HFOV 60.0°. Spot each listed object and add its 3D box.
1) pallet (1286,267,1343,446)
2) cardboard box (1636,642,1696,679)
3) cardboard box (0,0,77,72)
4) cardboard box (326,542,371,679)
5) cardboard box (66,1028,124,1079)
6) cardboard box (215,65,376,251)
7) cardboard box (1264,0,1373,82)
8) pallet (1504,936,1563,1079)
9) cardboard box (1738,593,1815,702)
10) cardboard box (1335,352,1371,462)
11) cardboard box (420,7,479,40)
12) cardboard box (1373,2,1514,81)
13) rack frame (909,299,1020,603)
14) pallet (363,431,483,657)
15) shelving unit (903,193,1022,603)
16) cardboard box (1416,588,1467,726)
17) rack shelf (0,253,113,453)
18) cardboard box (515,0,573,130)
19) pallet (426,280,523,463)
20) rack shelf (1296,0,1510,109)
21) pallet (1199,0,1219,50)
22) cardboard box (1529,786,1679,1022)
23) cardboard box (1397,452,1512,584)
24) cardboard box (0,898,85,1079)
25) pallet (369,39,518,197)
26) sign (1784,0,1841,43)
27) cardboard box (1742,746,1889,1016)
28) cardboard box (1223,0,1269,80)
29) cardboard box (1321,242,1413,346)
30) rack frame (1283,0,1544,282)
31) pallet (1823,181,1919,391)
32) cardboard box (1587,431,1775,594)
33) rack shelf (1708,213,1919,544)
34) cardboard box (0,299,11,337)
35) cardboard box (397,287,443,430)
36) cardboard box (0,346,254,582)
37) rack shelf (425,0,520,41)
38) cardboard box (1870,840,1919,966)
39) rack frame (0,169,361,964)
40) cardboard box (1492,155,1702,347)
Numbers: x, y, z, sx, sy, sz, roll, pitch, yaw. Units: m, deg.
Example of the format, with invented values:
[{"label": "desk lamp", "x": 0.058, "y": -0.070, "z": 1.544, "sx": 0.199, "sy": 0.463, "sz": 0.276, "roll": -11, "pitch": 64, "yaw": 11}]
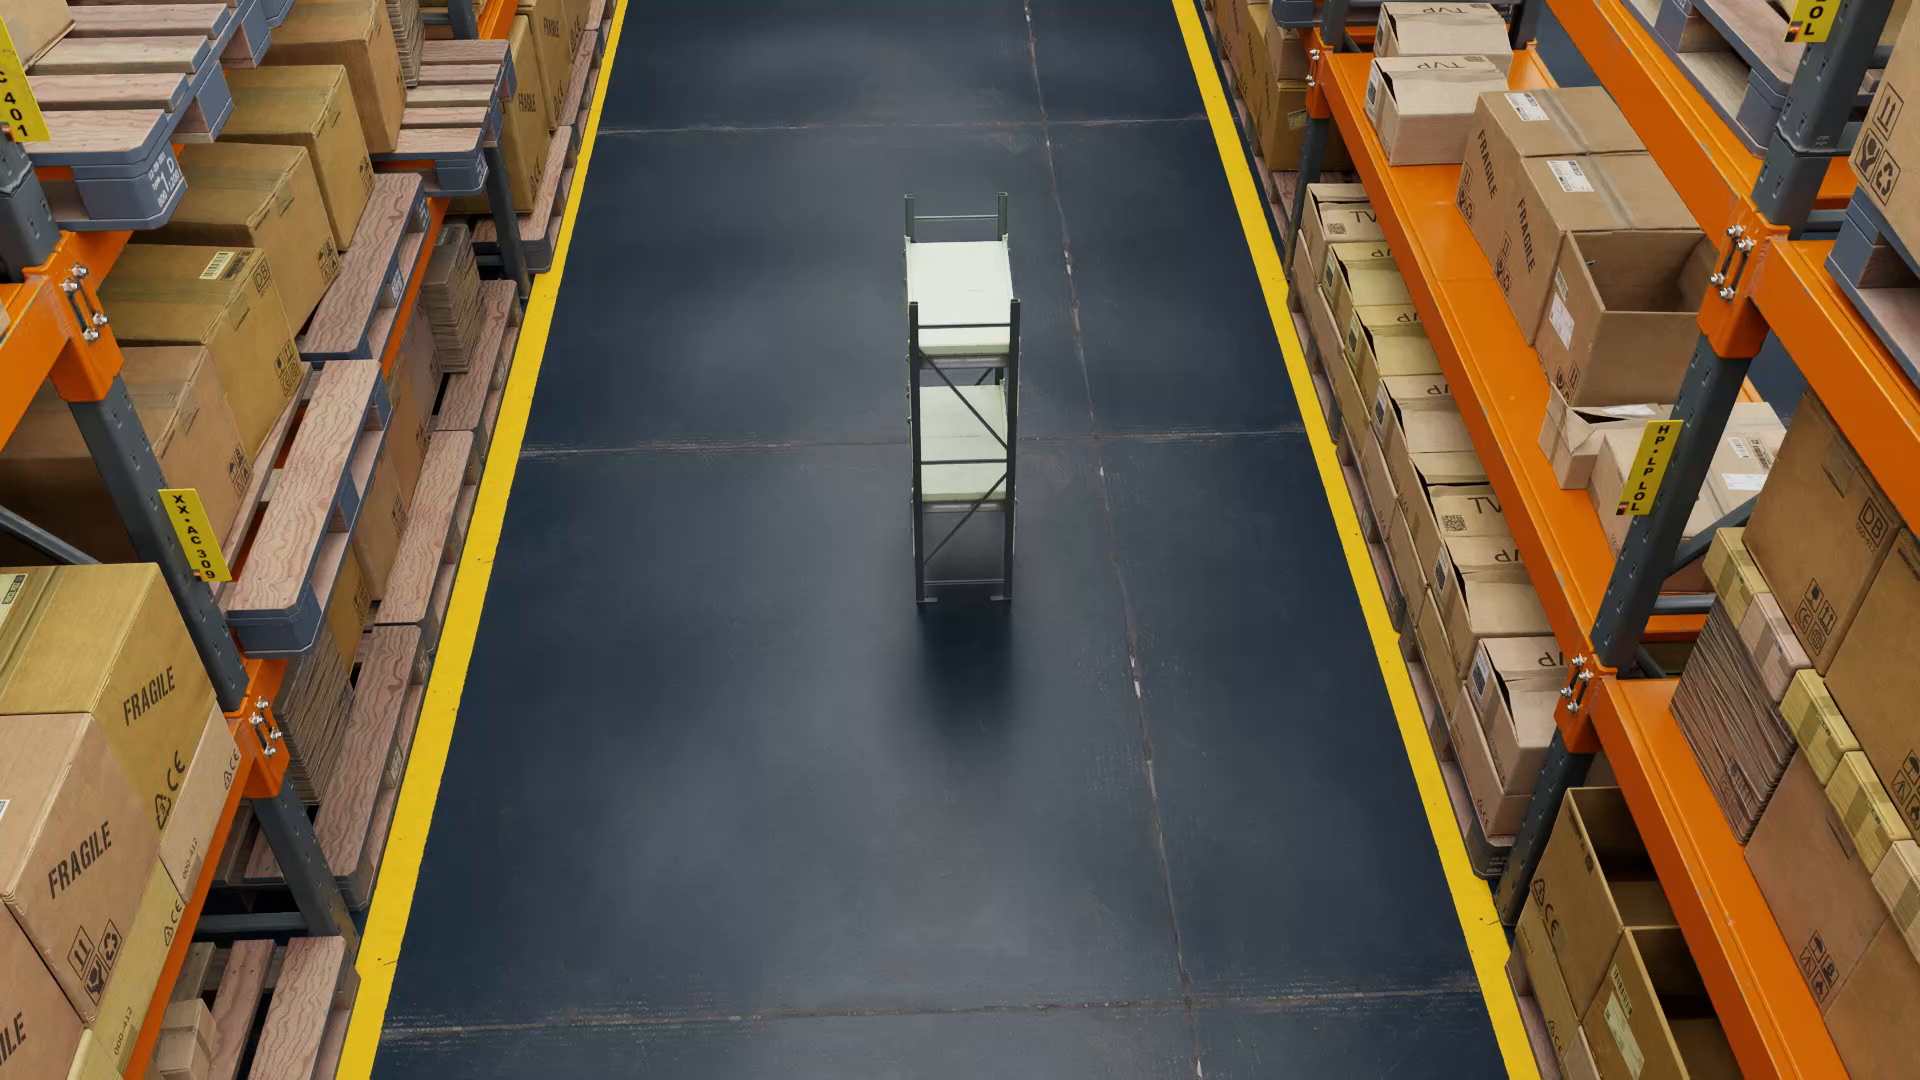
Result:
[{"label": "pallet", "x": 2.209, "y": -0.930, "z": 8.108, "sx": 1.003, "sy": 0.211, "sz": 1.213, "roll": -2, "pitch": 43, "yaw": -2}, {"label": "cardboard box", "x": 2.614, "y": 0.552, "z": 5.738, "sx": 0.500, "sy": 0.311, "sz": 0.500, "roll": -2, "pitch": 43, "yaw": -2}, {"label": "cardboard box", "x": -2.510, "y": -1.339, "z": 3.886, "sx": 0.500, "sy": 0.500, "sz": 0.500, "roll": 4, "pitch": 43, "yaw": 4}, {"label": "cardboard box", "x": -2.686, "y": 0.246, "z": 6.286, "sx": 0.700, "sy": 0.500, "sz": 0.500, "roll": -2, "pitch": 43, "yaw": -3}, {"label": "cardboard box", "x": -2.194, "y": 1.365, "z": 3.637, "sx": 0.500, "sy": 0.250, "sz": 0.500, "roll": -2, "pitch": 43, "yaw": -2}, {"label": "cardboard box", "x": -2.631, "y": -1.412, "z": 6.171, "sx": 0.700, "sy": 0.500, "sz": 0.500, "roll": -2, "pitch": 43, "yaw": -2}, {"label": "cardboard box", "x": 1.932, "y": -2.694, "z": 8.939, "sx": 0.500, "sy": 0.250, "sz": 0.500, "roll": 0, "pitch": 43, "yaw": 0}, {"label": "pallet", "x": 2.375, "y": 1.752, "z": 5.183, "sx": 1.003, "sy": 0.211, "sz": 1.213, "roll": -2, "pitch": 43, "yaw": -2}, {"label": "cardboard box", "x": 2.211, "y": 0.266, "z": 4.186, "sx": 0.380, "sy": 0.149, "sz": 0.250, "roll": -1, "pitch": 43, "yaw": -1}, {"label": "cardboard box", "x": 1.992, "y": -0.604, "z": 7.413, "sx": 0.500, "sy": 0.250, "sz": 0.500, "roll": -3, "pitch": 43, "yaw": -3}, {"label": "cardboard box", "x": -2.519, "y": -2.514, "z": 7.944, "sx": 0.380, "sy": 0.149, "sz": 0.250, "roll": -2, "pitch": 43, "yaw": -2}, {"label": "cardboard box", "x": 2.185, "y": -2.235, "z": 7.535, "sx": 0.500, "sy": 0.311, "sz": 0.500, "roll": 1, "pitch": 43, "yaw": 1}, {"label": "rack frame", "x": 0.016, "y": -0.301, "z": 6.469, "sx": 0.400, "sy": 1.500, "sz": 0.023, "roll": -2, "pitch": 43, "yaw": -2}, {"label": "pallet", "x": -2.656, "y": 0.007, "z": 7.086, "sx": 1.003, "sy": 0.211, "sz": 1.213, "roll": -2, "pitch": 43, "yaw": -2}, {"label": "shelving unit", "x": 0.000, "y": -0.548, "z": 6.738, "sx": 0.431, "sy": 1.500, "sz": 0.755, "roll": -2, "pitch": 43, "yaw": -2}, {"label": "cardboard box", "x": 2.056, "y": 0.431, "z": 6.284, "sx": 0.500, "sy": 0.250, "sz": 0.500, "roll": -2, "pitch": 43, "yaw": -2}, {"label": "rack shelf", "x": -2.482, "y": 0.840, "z": 2.426, "sx": 1.077, "sy": 0.370, "sz": 4.000, "roll": -2, "pitch": 43, "yaw": -2}, {"label": "cardboard box", "x": -2.667, "y": -2.824, "z": 9.391, "sx": 0.750, "sy": 0.750, "sz": 0.750, "roll": -2, "pitch": 43, "yaw": -2}, {"label": "pallet", "x": -2.705, "y": -0.815, "z": 7.982, "sx": 1.003, "sy": 0.211, "sz": 1.213, "roll": -2, "pitch": 43, "yaw": -2}, {"label": "rack shelf", "x": 2.128, "y": -3.600, "z": 9.490, "sx": 1.077, "sy": 0.370, "sz": 4.000, "roll": -2, "pitch": 43, "yaw": -2}, {"label": "pallet", "x": 2.115, "y": -3.639, "z": 11.064, "sx": 1.003, "sy": 0.211, "sz": 1.213, "roll": -2, "pitch": 43, "yaw": -2}, {"label": "cardboard box", "x": 2.089, "y": 1.090, "z": 5.010, "sx": 0.500, "sy": 0.500, "sz": 0.500, "roll": -2, "pitch": 43, "yaw": -2}, {"label": "cardboard box", "x": 2.032, "y": -0.116, "z": 6.465, "sx": 0.500, "sy": 0.311, "sz": 0.500, "roll": -2, "pitch": 43, "yaw": -2}, {"label": "cardboard box", "x": -2.200, "y": 1.089, "z": 3.383, "sx": 0.500, "sy": 0.500, "sz": 0.500, "roll": -3, "pitch": 43, "yaw": -3}, {"label": "pallet", "x": -2.600, "y": -1.821, "z": 7.159, "sx": 1.213, "sy": 0.211, "sz": 1.003, "roll": -2, "pitch": 43, "yaw": -2}, {"label": "sign", "x": 1.841, "y": -1.205, "z": 3.509, "sx": 0.100, "sy": 0.325, "sz": 0.005, "roll": -2, "pitch": 43, "yaw": -2}, {"label": "cardboard box", "x": 2.437, "y": 0.804, "z": 4.079, "sx": 0.700, "sy": 0.500, "sz": 0.500, "roll": -2, "pitch": 43, "yaw": -2}, {"label": "cardboard box", "x": 1.888, "y": -3.084, "z": 9.919, "sx": 0.500, "sy": 0.500, "sz": 0.500, "roll": -3, "pitch": 43, "yaw": -3}, {"label": "cardboard box", "x": 1.972, "y": -1.146, "z": 7.590, "sx": 0.500, "sy": 0.311, "sz": 0.500, "roll": -3, "pitch": 43, "yaw": -3}, {"label": "rack frame", "x": 2.213, "y": -2.515, "z": 7.774, "sx": 1.000, "sy": 3.000, "sz": 0.127, "roll": -2, "pitch": 43, "yaw": -2}, {"label": "pallet", "x": 2.445, "y": -0.312, "z": 3.217, "sx": 1.003, "sy": 0.211, "sz": 1.213, "roll": -2, "pitch": 43, "yaw": -2}, {"label": "cardboard box", "x": 2.318, "y": -0.090, "z": 5.240, "sx": 0.500, "sy": 0.250, "sz": 0.500, "roll": 1, "pitch": 43, "yaw": 1}, {"label": "rack shelf", "x": 2.468, "y": 0.695, "z": 2.584, "sx": 1.077, "sy": 0.370, "sz": 4.000, "roll": -2, "pitch": 43, "yaw": -2}, {"label": "cardboard box", "x": -2.298, "y": -0.484, "z": 3.250, "sx": 0.500, "sy": 0.500, "sz": 0.500, "roll": -1, "pitch": 43, "yaw": -1}, {"label": "cardboard box", "x": -2.748, "y": -0.775, "z": 7.400, "sx": 0.700, "sy": 0.500, "sz": 0.500, "roll": -2, "pitch": 43, "yaw": -2}, {"label": "cardboard box", "x": -2.554, "y": -0.213, "z": 4.863, "sx": 0.700, "sy": 0.500, "sz": 0.500, "roll": -2, "pitch": 43, "yaw": -2}, {"label": "rack shelf", "x": -2.821, "y": -3.455, "z": 9.332, "sx": 1.077, "sy": 0.370, "sz": 4.000, "roll": -2, "pitch": 43, "yaw": -2}, {"label": "cardboard box", "x": 2.245, "y": 0.786, "z": 3.618, "sx": 0.380, "sy": 0.149, "sz": 0.250, "roll": -3, "pitch": 43, "yaw": -3}, {"label": "rack frame", "x": -2.566, "y": 0.330, "z": 4.670, "sx": 1.000, "sy": 3.000, "sz": 0.127, "roll": -2, "pitch": 43, "yaw": -2}, {"label": "cardboard box", "x": 2.323, "y": -1.064, "z": 6.117, "sx": 0.500, "sy": 0.500, "sz": 0.500, "roll": -2, "pitch": 43, "yaw": -2}]
